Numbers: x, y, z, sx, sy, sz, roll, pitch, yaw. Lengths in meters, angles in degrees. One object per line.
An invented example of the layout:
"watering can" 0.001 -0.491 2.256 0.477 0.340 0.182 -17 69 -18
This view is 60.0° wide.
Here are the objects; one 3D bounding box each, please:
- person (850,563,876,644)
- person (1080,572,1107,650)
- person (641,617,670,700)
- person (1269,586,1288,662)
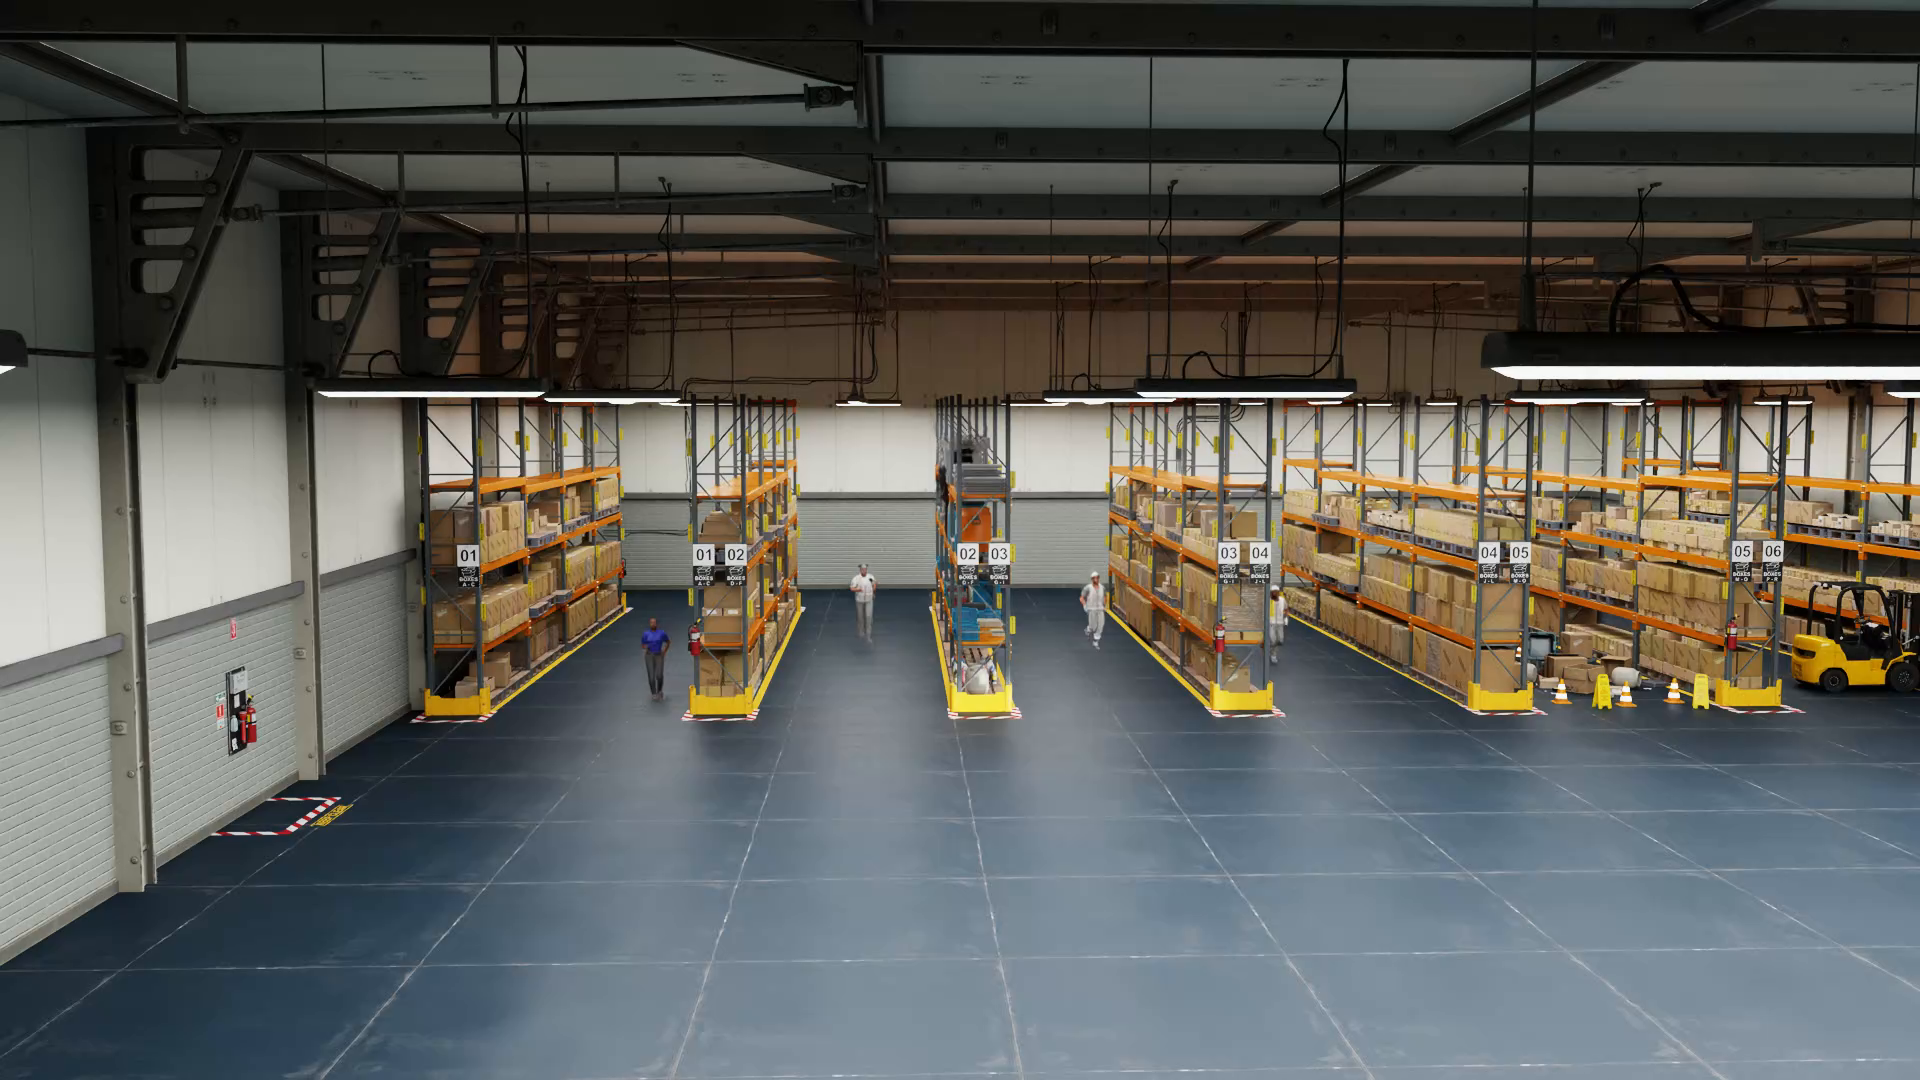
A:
"person" -2.270 1.475 39.276 0.643 1.882 0.784 -1 5 -8
"person" 3.052 1.598 37.688 0.658 1.752 0.606 -1 5 -18
"person" -5.981 2.342 32.601 0.561 1.636 0.599 0 5 -6
"person" 7.113 1.888 37.779 0.673 1.738 0.634 -1 5 -9
